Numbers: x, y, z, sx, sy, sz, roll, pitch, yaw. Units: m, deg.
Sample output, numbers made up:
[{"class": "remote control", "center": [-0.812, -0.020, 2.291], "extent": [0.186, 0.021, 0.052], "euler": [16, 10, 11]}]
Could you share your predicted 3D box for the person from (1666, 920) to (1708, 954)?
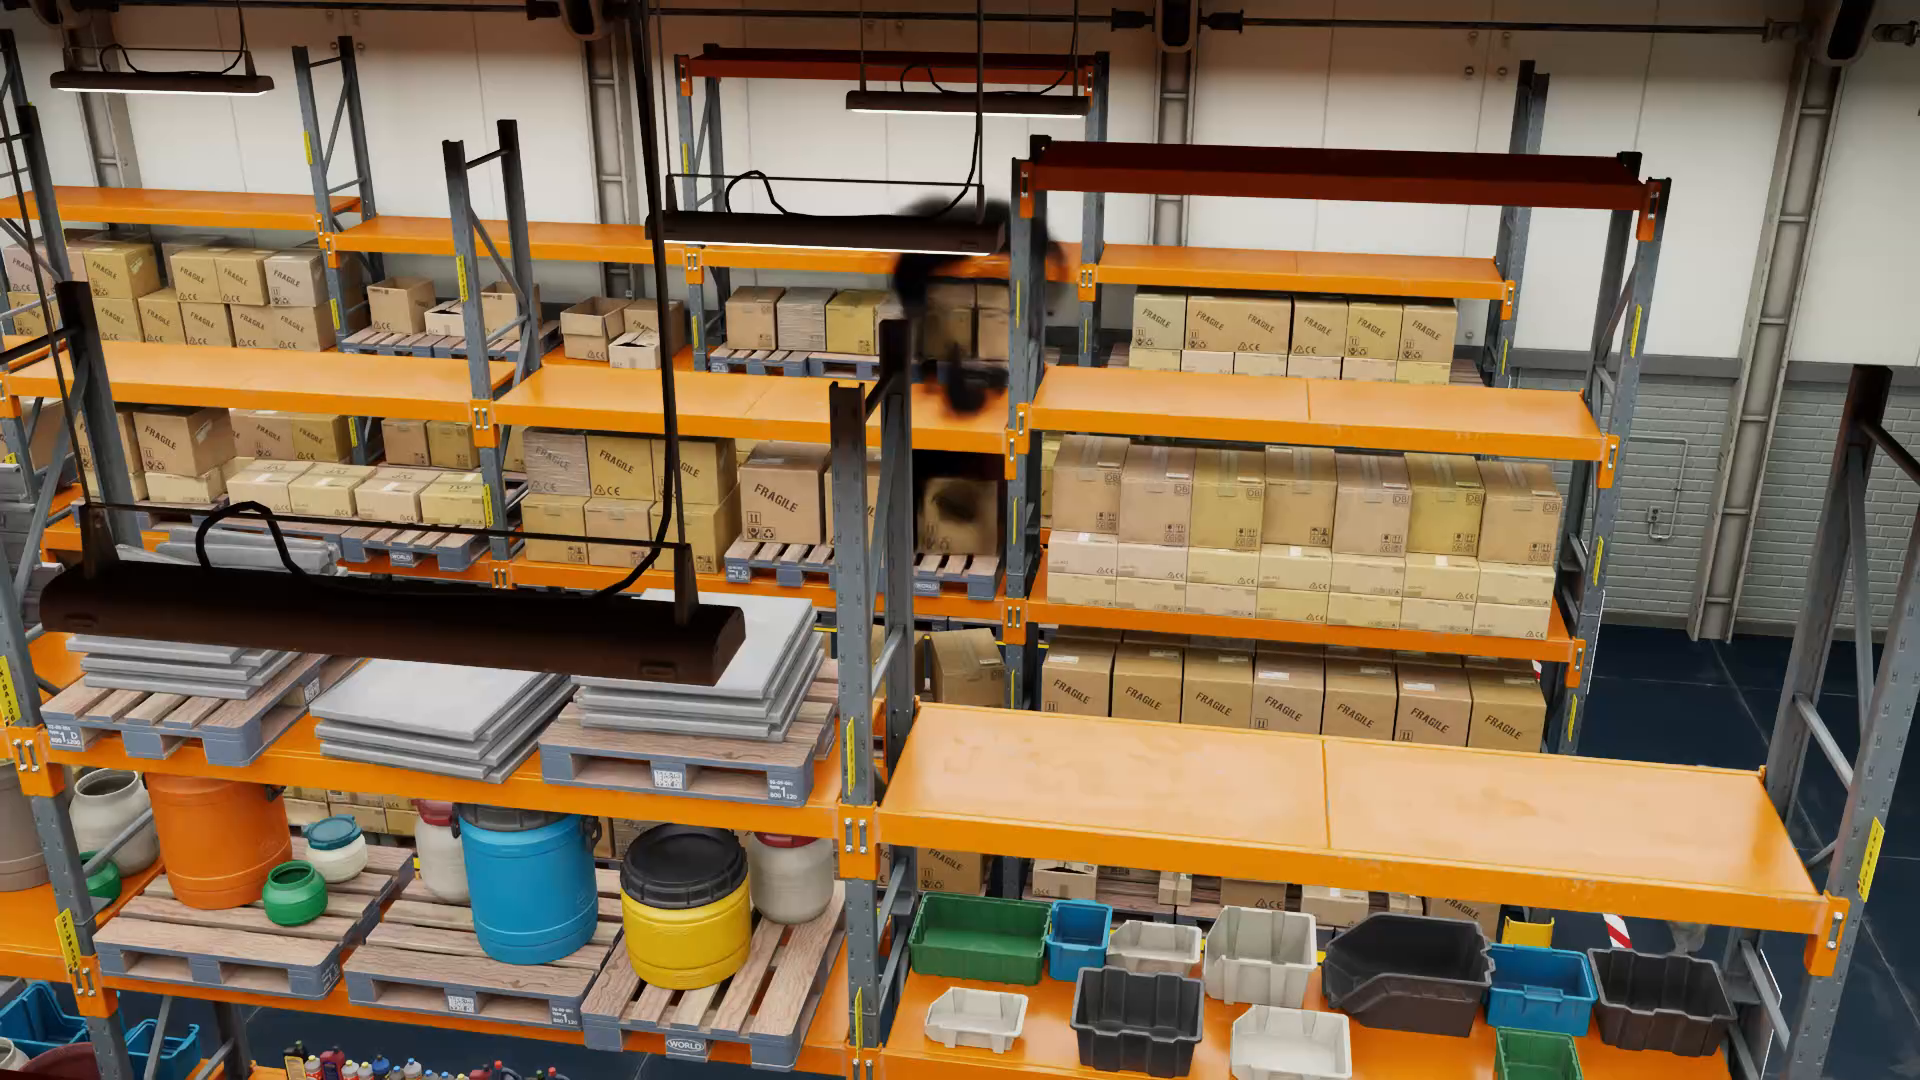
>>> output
[{"class": "person", "center": [5.423, 2.466, 12.494], "extent": [0.580, 1.609, 0.529], "euler": [18, 29, 35]}]

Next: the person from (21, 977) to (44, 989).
[{"class": "person", "center": [-7.104, 2.685, 11.971], "extent": [0.925, 1.678, 0.573], "euler": [2, 23, 6]}]
